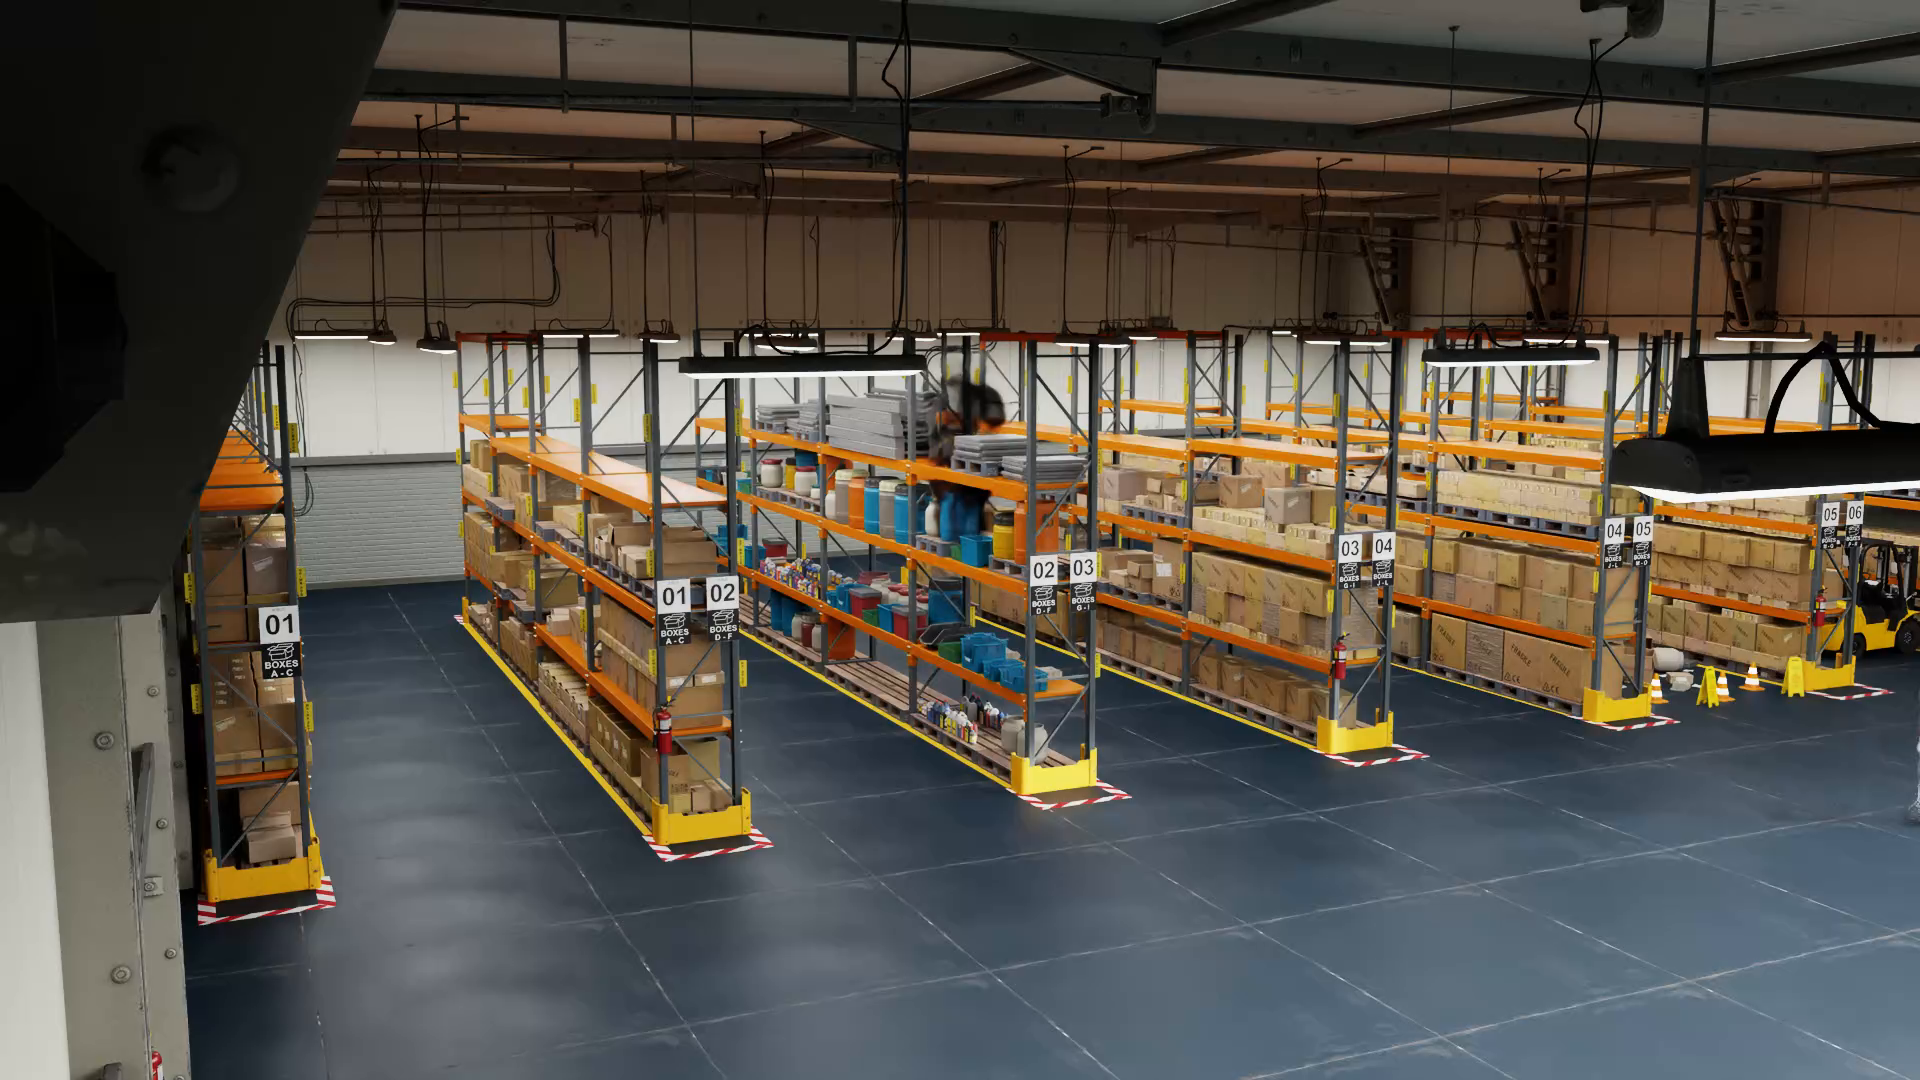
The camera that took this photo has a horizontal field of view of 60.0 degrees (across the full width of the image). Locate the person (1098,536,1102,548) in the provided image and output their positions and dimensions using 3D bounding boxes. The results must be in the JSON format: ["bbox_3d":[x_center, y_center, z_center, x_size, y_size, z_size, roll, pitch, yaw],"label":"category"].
[{"bbox_3d":[2.874,0.636,36.316,0.612,1.636,0.570,-5,9,-32],"label":"person"}]
